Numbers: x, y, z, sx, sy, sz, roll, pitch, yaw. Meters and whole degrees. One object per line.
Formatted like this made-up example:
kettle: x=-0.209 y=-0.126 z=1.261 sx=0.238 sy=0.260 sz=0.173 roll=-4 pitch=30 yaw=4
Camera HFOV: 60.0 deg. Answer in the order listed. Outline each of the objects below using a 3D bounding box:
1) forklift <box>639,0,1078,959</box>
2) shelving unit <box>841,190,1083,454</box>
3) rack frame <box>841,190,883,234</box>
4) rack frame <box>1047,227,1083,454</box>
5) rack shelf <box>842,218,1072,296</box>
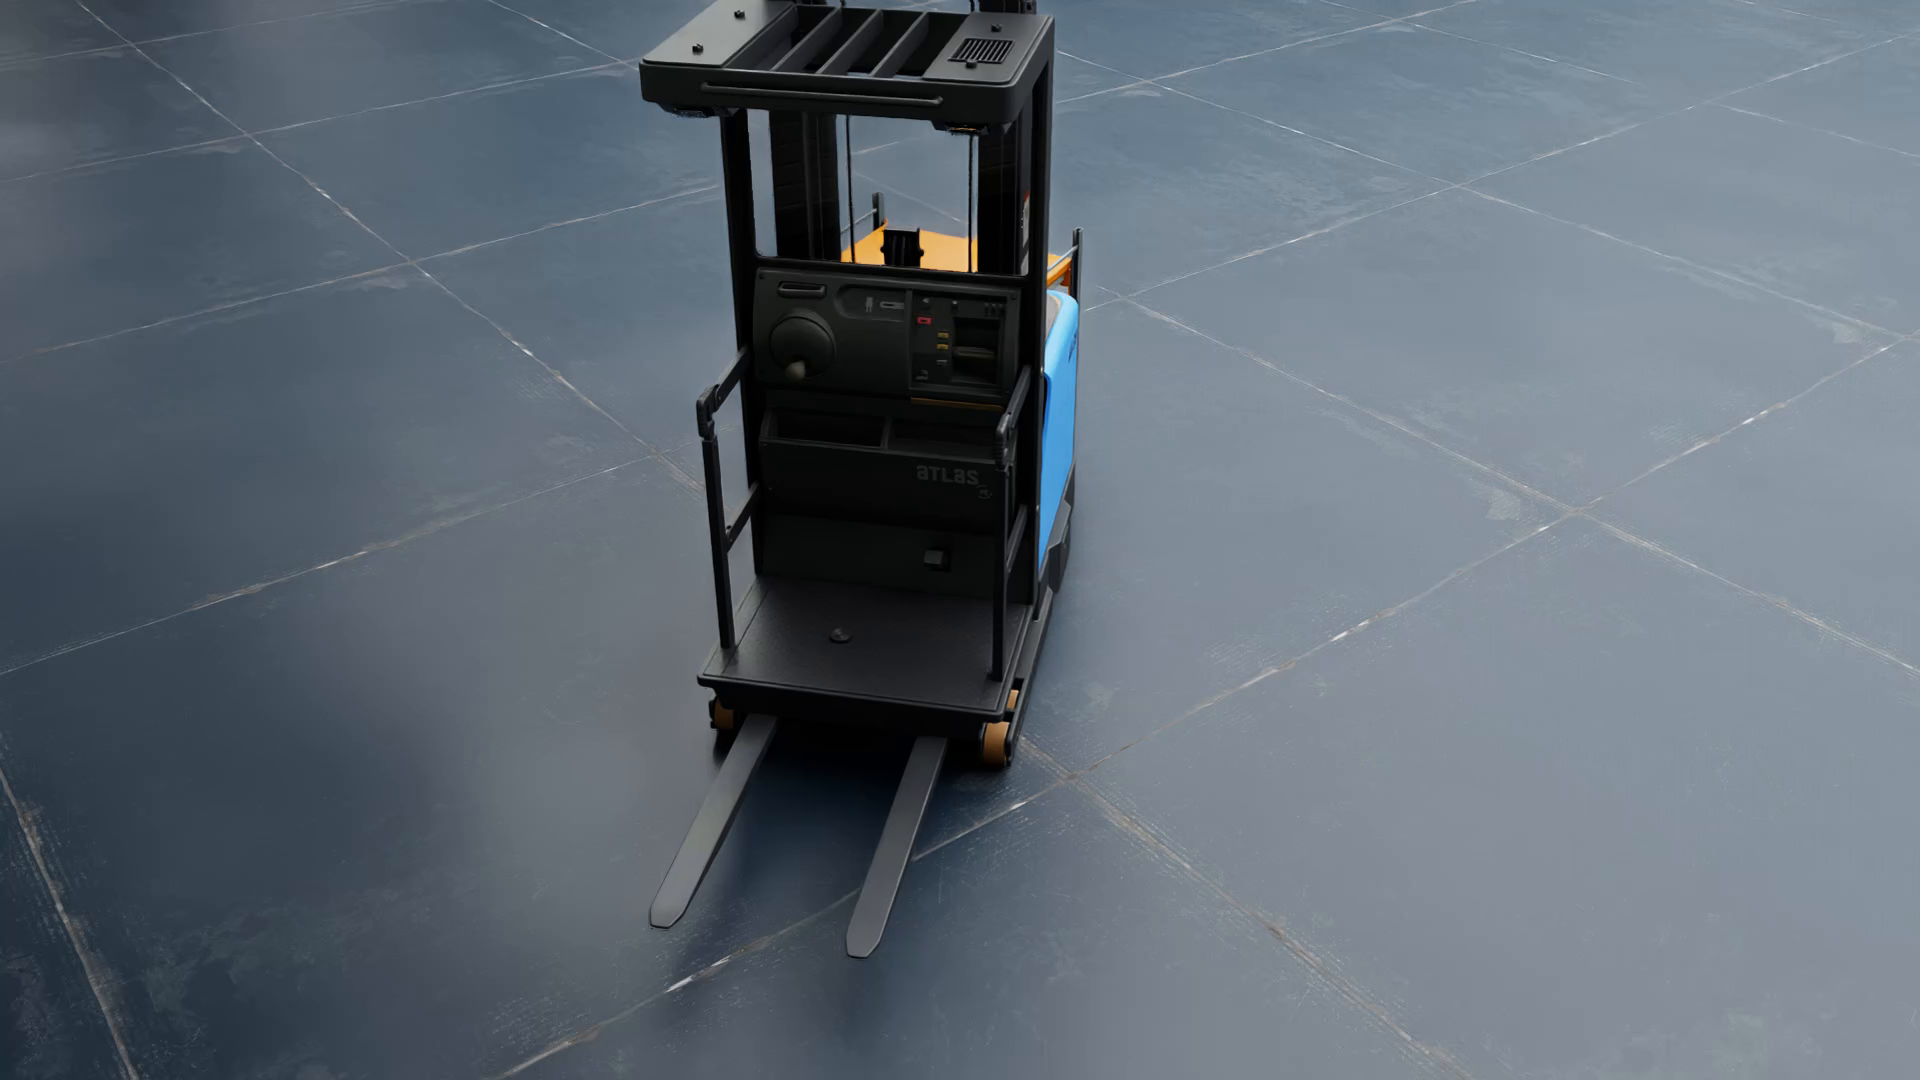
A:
forklift: x=-0.297 y=-0.651 z=5.520 sx=1.130 sy=2.935 sz=3.031 roll=6 pitch=32 yaw=10
shelving unit: x=-0.036 y=-0.906 z=7.642 sx=1.048 sy=1.125 sz=0.538 roll=15 pitch=35 yaw=23
rack frame: x=-0.487 y=-1.030 z=7.841 sx=0.032 sy=1.125 sz=0.500 roll=15 pitch=35 yaw=23
rack frame: x=0.415 y=-0.782 z=7.443 sx=0.032 sy=1.125 sz=0.500 roll=15 pitch=35 yaw=23
rack shelf: x=-0.036 y=-1.154 z=7.488 sx=1.000 sy=0.278 sz=0.538 roll=15 pitch=35 yaw=23
